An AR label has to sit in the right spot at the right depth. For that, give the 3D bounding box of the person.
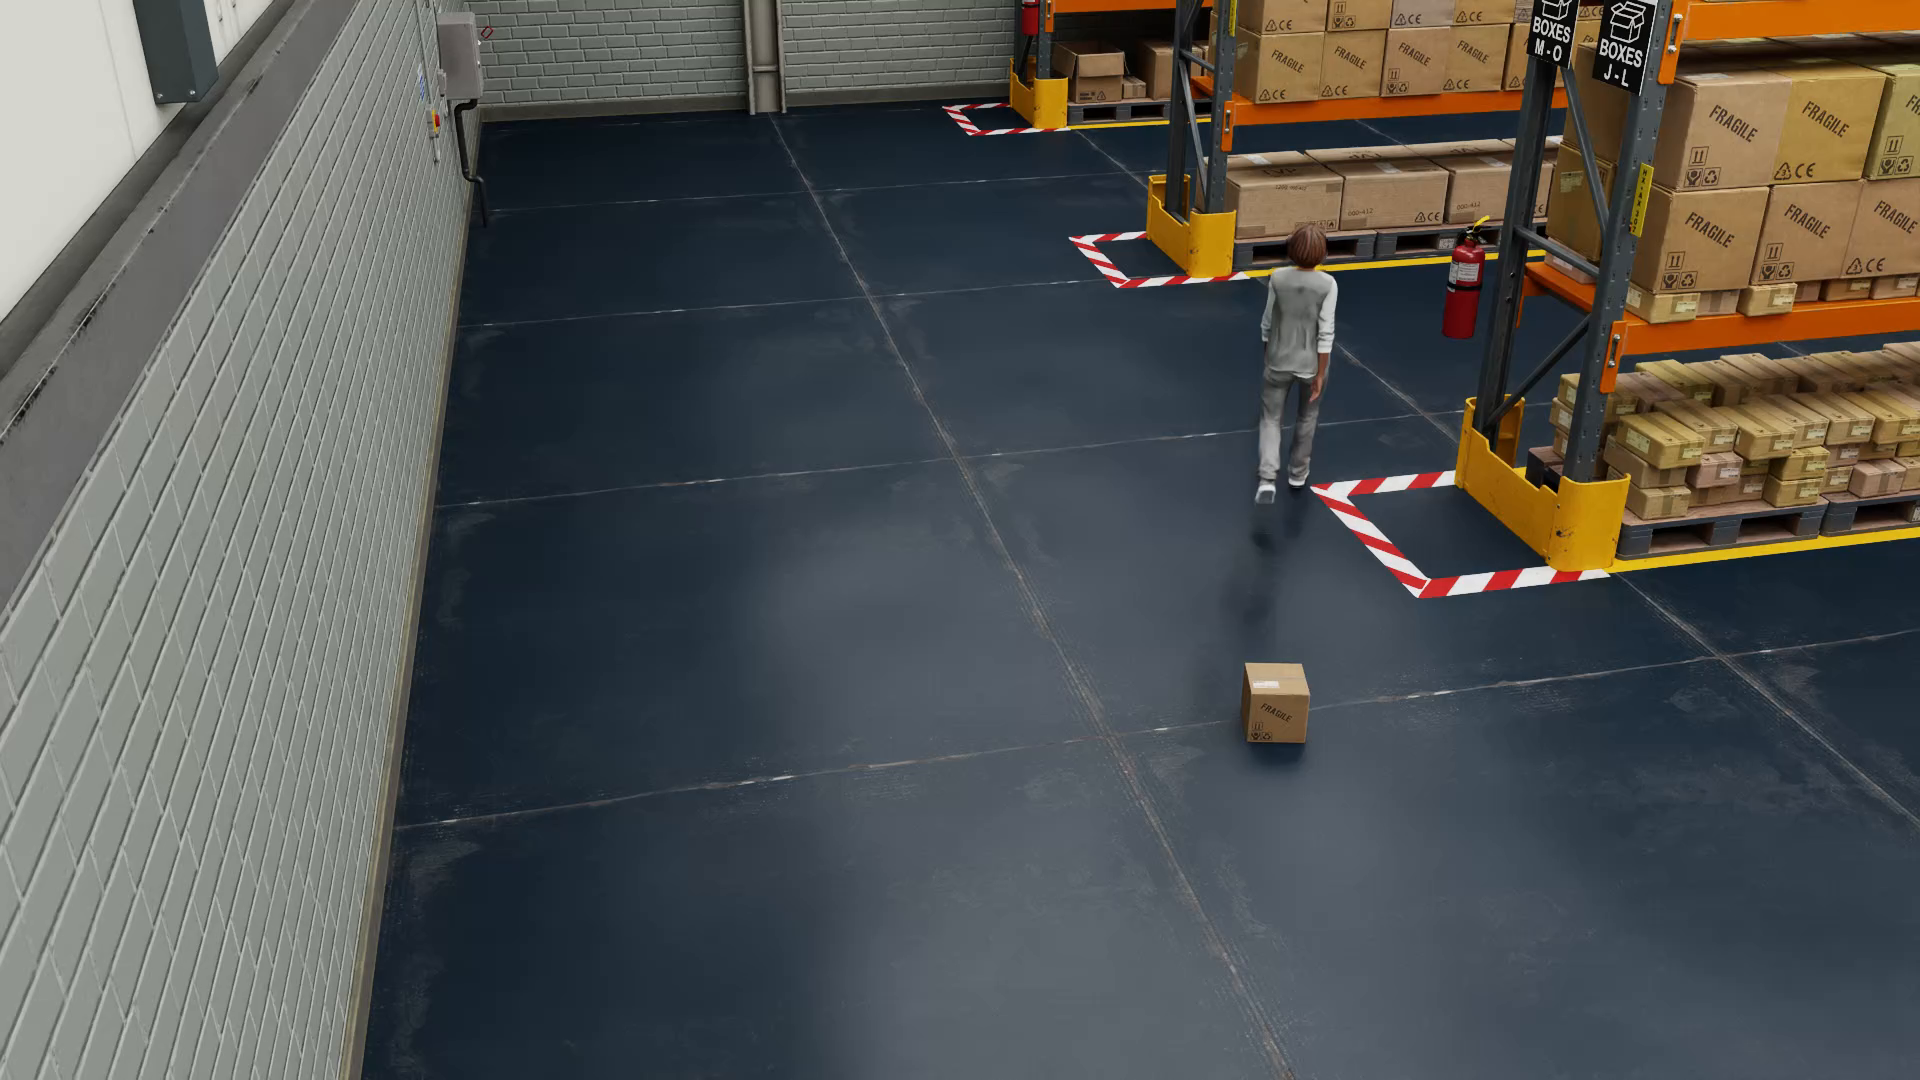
[{"bbox_3d":[1.791,-0.931,8.931,0.397,1.553,0.841,7,28,14],"label":"person"}]
